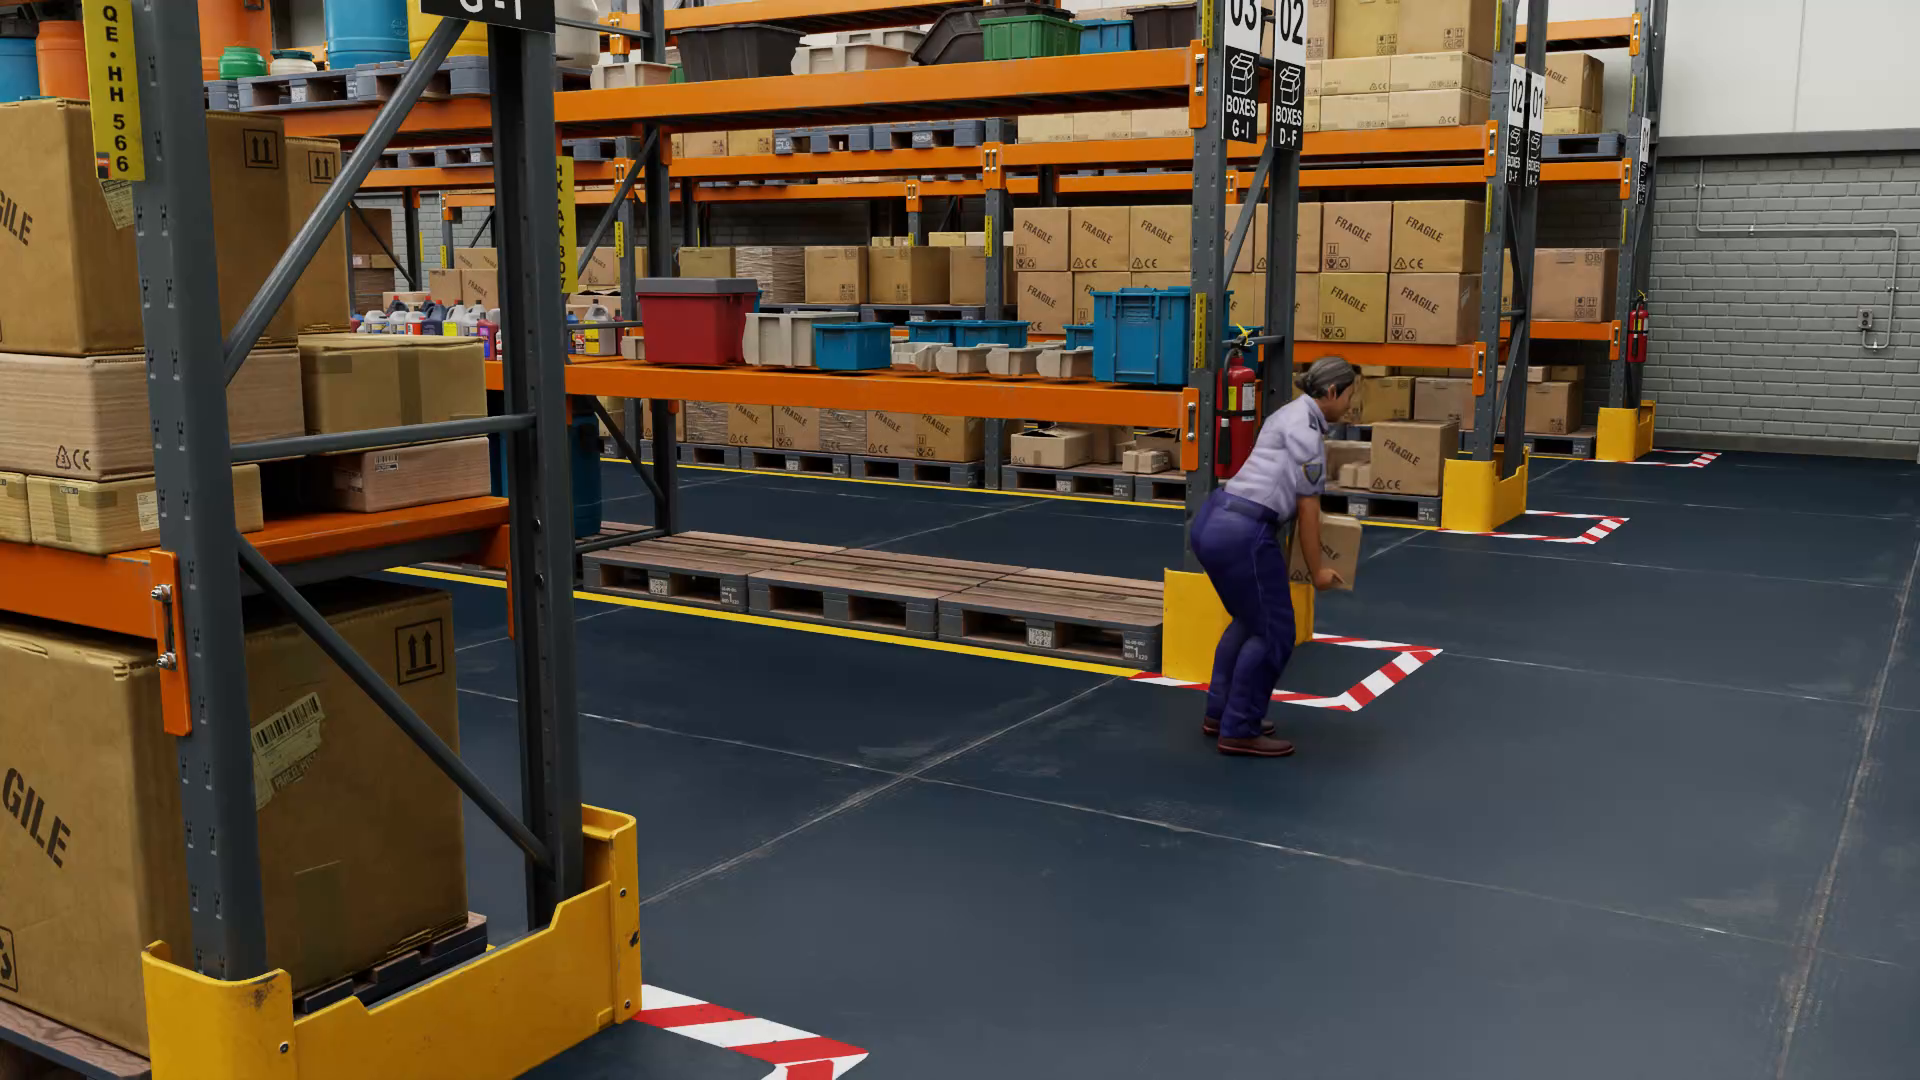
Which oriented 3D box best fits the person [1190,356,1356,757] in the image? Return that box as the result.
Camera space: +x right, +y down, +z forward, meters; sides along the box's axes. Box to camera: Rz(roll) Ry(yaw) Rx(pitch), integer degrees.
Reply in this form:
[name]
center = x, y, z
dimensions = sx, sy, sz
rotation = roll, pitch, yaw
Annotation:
[person]
center = 1.220, 0.055, 6.483
dimensions = 0.623, 1.531, 0.454
rotation = -1, 10, -4
